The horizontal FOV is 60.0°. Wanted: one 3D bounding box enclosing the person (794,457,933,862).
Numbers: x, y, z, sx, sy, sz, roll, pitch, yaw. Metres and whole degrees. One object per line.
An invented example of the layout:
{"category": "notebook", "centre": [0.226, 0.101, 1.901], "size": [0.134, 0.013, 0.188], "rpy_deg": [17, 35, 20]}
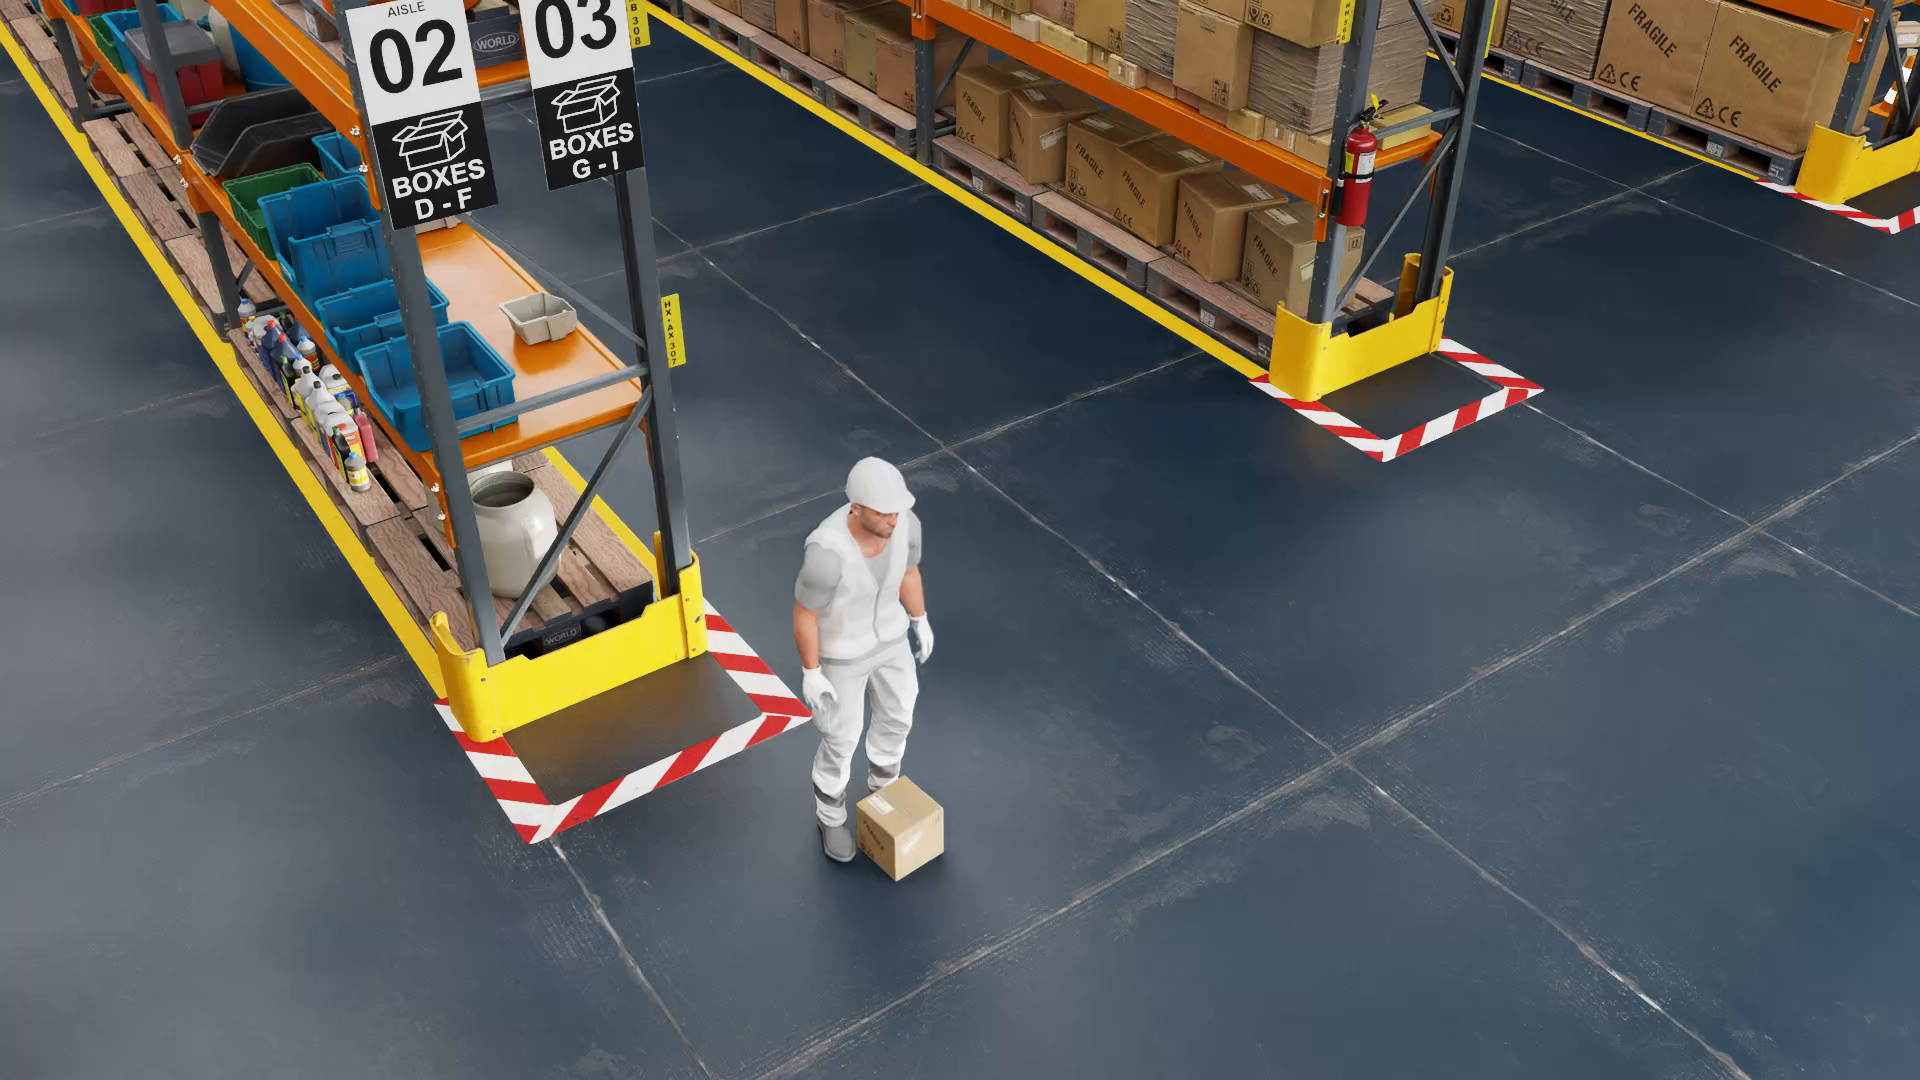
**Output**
{"category": "person", "centre": [-0.356, 0.427, 6.404], "size": [0.616, 1.778, 0.453], "rpy_deg": [-25, 43, -30]}
